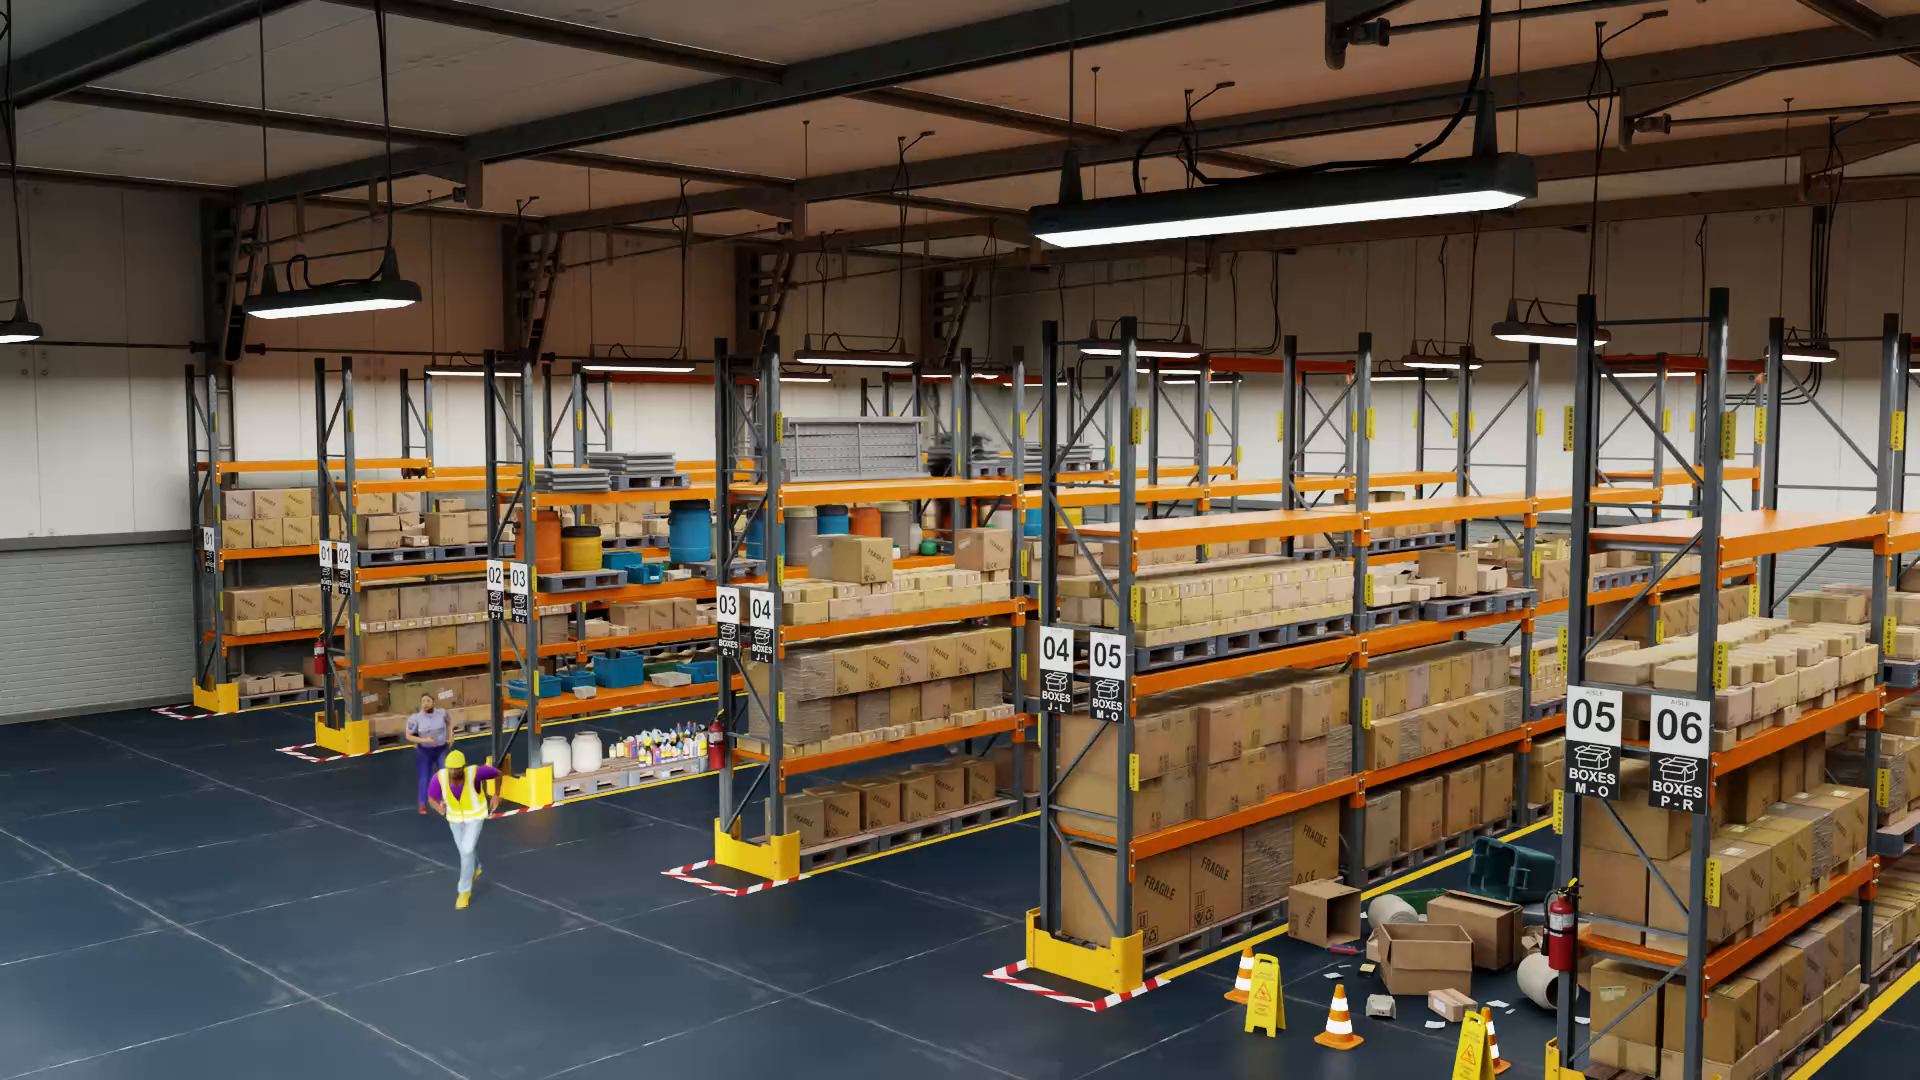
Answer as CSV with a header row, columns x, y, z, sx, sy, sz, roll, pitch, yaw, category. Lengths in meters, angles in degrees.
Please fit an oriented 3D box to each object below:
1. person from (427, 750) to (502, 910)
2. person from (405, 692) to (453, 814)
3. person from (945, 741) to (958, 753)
x,y,z,sx,sy,sz,roll,pitch,yaw,category
-5.226,3.011,17.631,0.747,1.715,1.016,0,4,-2,person
-6.681,2.746,21.021,0.621,1.647,0.924,-2,5,-27,person
-0.275,2.506,25.018,0.603,1.492,0.856,2,5,20,person
